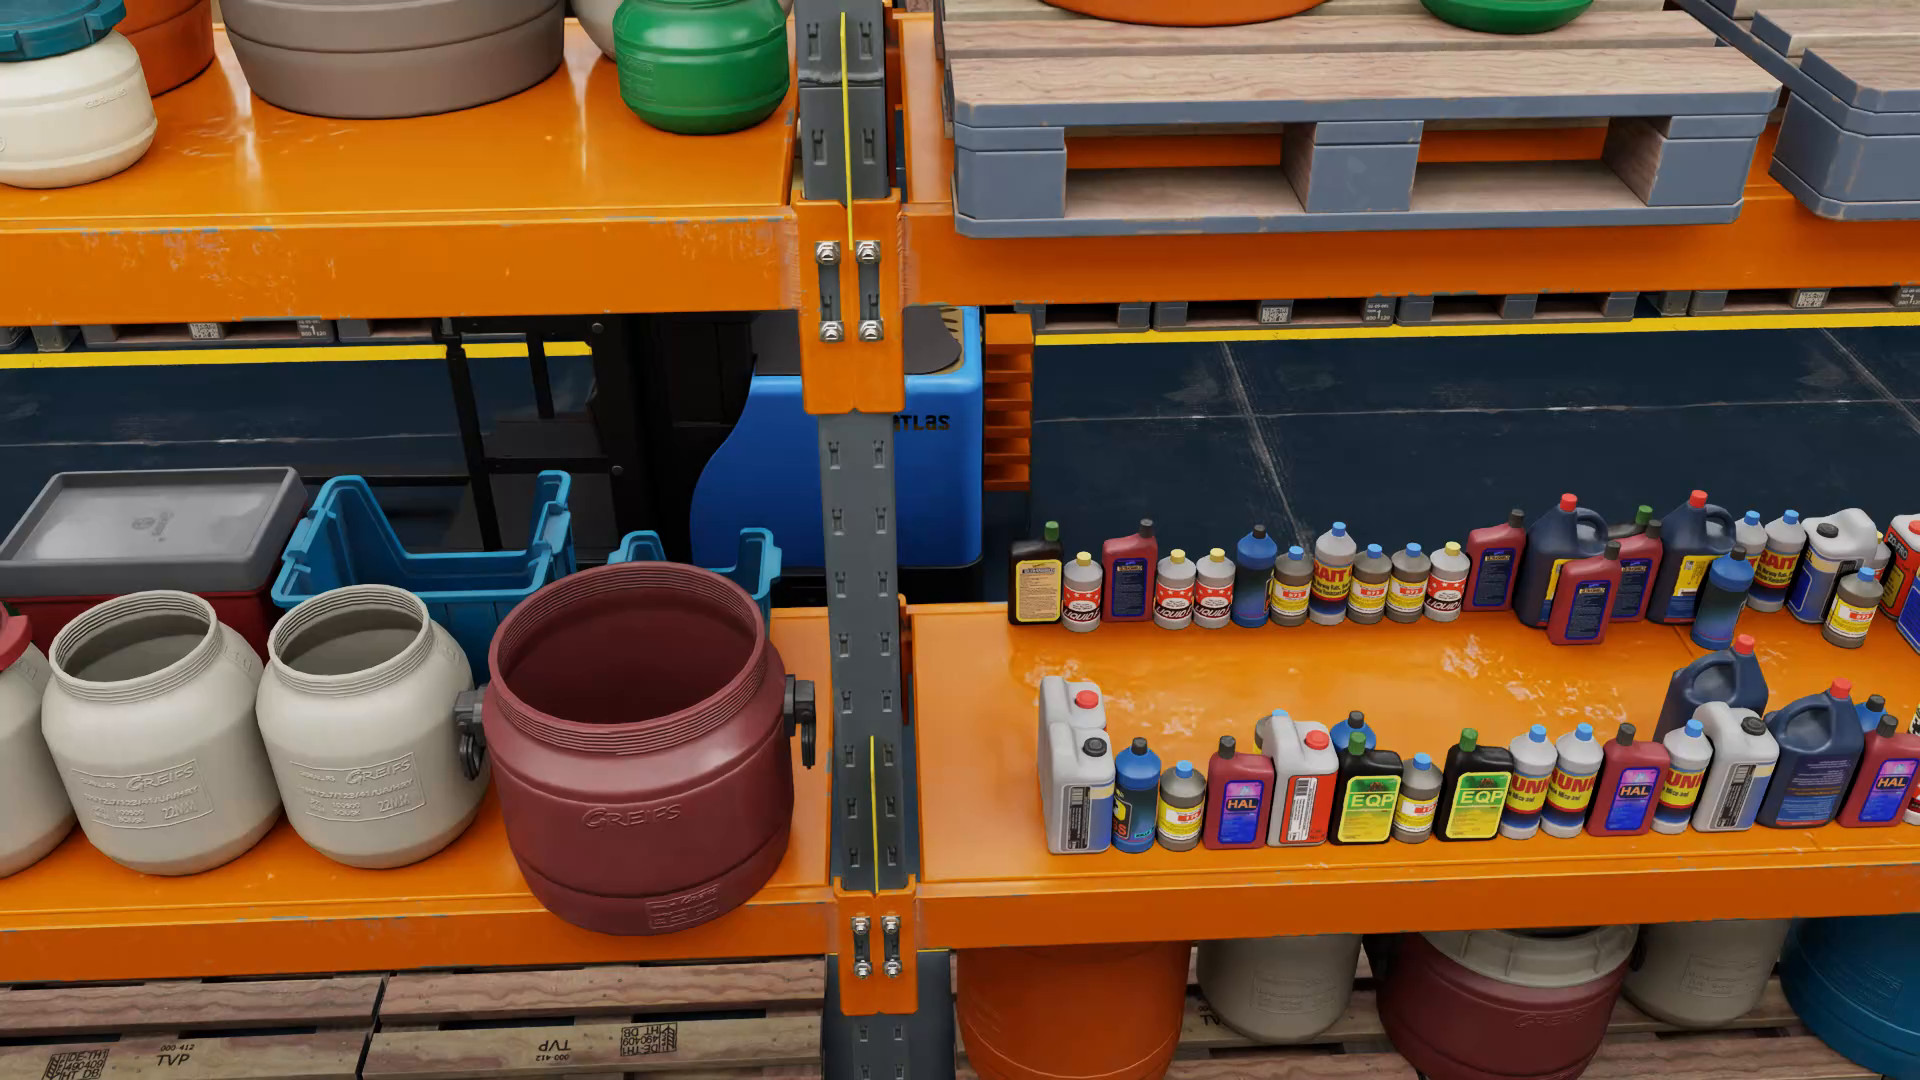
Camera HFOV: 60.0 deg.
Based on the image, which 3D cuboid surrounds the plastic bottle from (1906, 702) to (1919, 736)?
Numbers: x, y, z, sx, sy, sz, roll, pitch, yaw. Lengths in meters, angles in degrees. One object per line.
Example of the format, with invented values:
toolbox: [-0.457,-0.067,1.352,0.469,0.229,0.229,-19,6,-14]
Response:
plastic bottle: [2.160,0.388,3.666,0.097,0.271,0.097,0,35,0]

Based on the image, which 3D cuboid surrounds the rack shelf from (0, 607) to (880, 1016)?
rack shelf: [-2.195,0.636,3.828,4.000,0.370,1.077,-2,35,-2]

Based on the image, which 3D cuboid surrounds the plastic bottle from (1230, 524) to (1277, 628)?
plastic bottle: [0.727,0.081,4.110,0.097,0.271,0.097,0,35,0]

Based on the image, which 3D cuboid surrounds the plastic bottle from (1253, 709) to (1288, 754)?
plastic bottle: [0.688,0.457,3.629,0.097,0.201,0.097,0,35,0]

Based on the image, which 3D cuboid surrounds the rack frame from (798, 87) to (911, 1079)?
rack frame: [-0.198,0.286,3.701,0.127,3.000,1.000,-2,35,-2]

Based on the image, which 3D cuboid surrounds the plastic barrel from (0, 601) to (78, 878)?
plastic barrel: [-2.062,0.405,3.409,0.433,0.535,0.433,0,35,0]

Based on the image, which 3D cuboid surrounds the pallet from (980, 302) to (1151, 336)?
pallet: [0.319,-1.382,8.561,1.213,0.211,1.003,-2,35,-2]

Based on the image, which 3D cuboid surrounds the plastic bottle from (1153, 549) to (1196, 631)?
plastic bottle: [0.533,0.115,4.122,0.097,0.201,0.097,0,35,0]

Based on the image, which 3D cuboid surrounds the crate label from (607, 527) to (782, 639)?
crate label: [-0.636,0.153,4.040,0.416,0.233,0.303,-2,35,-2]

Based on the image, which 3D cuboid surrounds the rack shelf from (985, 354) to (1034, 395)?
rack shelf: [0.182,-0.654,6.297,0.180,0.103,0.258,0,35,-1]

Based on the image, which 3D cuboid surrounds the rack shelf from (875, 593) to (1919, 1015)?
rack shelf: [1.800,0.528,3.984,4.000,0.370,1.077,-2,35,-2]

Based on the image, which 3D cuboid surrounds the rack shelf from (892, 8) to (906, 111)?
rack shelf: [1.569,-2.288,8.052,4.000,0.370,1.077,-2,35,-2]

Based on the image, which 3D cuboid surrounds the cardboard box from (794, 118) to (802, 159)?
cardboard box: [-0.965,-1.955,8.494,0.500,0.311,0.500,0,35,-1]

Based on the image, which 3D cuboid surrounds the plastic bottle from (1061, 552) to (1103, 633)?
plastic bottle: [0.302,0.121,4.113,0.097,0.201,0.097,0,35,0]

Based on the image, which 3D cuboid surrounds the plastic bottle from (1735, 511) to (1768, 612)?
plastic bottle: [1.947,0.048,4.157,0.097,0.271,0.097,0,35,0]

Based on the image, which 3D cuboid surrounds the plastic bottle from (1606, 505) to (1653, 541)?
plastic bottle: [1.646,0.041,4.157,0.133,0.283,0.061,-2,35,-2]

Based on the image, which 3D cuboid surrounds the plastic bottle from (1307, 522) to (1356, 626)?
plastic bottle: [0.922,0.076,4.117,0.097,0.271,0.097,0,35,0]

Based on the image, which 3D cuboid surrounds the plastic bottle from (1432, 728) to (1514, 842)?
plastic bottle: [1.079,0.510,3.480,0.133,0.283,0.061,-2,35,-2]

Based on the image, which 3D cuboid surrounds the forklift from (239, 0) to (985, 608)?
forklift: [-1.430,-1.136,5.816,3.031,2.935,1.130,0,35,-1]

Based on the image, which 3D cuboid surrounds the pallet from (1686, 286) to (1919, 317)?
pallet: [4.253,-1.509,8.745,1.213,0.211,1.003,-2,35,-2]

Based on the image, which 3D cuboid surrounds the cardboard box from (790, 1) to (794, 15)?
cardboard box: [-0.794,-2.508,7.817,0.500,0.311,0.500,1,35,1]

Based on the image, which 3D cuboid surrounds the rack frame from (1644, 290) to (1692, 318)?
rack frame: [3.567,-2.638,7.925,0.127,3.000,1.000,-2,35,-2]

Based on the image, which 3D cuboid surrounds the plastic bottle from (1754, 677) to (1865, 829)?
plastic bottle: [1.795,0.439,3.523,0.185,0.351,0.144,-2,35,-2]

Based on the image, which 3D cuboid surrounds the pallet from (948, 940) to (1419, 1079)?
pallet: [0.588,1.388,4.559,1.213,0.211,1.003,-2,35,-2]

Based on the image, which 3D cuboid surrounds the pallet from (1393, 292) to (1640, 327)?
pallet: [2.757,-1.448,8.656,1.213,0.211,1.003,-2,35,-2]

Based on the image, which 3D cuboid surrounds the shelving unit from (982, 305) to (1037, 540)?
shelving unit: [0.182,-0.493,6.409,0.189,1.200,0.258,0,35,-1]

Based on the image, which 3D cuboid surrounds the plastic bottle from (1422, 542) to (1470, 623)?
plastic bottle: [1.214,0.097,4.149,0.097,0.201,0.097,0,35,0]

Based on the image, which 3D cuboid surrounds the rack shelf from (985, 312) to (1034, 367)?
rack shelf: [0.182,-0.753,6.229,0.180,0.103,0.258,0,35,-1]

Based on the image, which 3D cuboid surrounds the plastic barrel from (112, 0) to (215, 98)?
plastic barrel: [-1.681,-1.208,2.846,0.708,0.830,0.600,-2,35,-2]

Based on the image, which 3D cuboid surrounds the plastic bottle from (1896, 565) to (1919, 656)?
plastic bottle: [2.400,0.136,4.026,0.135,0.276,0.152,-2,35,-2]

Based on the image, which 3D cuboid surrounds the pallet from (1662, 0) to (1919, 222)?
pallet: [1.887,-0.869,2.900,1.213,0.211,1.003,-2,35,-2]

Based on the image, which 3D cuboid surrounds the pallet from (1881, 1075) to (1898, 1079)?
pallet: [3.025,1.322,4.654,1.213,0.211,1.003,-2,35,-2]

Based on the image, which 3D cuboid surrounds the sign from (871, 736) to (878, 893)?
sign: [-0.164,0.531,3.203,0.005,0.325,0.100,-2,35,-2]

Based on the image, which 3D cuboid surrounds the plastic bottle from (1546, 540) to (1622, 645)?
plastic bottle: [1.519,0.127,4.034,0.133,0.283,0.061,-2,35,-2]

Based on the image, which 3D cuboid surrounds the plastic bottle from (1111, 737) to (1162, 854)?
plastic bottle: [0.367,0.523,3.471,0.097,0.271,0.097,0,35,0]

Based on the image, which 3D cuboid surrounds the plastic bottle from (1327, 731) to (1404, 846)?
plastic bottle: [0.848,0.516,3.471,0.133,0.283,0.061,-2,35,-2]

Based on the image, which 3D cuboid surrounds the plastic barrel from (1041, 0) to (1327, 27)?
plastic barrel: [0.370,-1.310,2.625,0.708,0.830,0.600,-2,35,-2]

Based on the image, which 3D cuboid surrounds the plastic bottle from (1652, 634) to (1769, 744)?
plastic bottle: [1.653,0.356,3.643,0.185,0.351,0.144,-2,35,-2]

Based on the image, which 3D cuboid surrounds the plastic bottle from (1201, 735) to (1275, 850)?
plastic bottle: [0.580,0.523,3.461,0.133,0.283,0.061,-2,35,-2]

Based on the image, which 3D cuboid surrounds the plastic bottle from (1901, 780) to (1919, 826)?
plastic bottle: [2.070,0.506,3.557,0.097,0.201,0.097,0,35,0]

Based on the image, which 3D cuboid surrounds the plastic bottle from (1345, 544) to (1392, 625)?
plastic bottle: [1.019,0.102,4.141,0.097,0.201,0.097,0,35,0]

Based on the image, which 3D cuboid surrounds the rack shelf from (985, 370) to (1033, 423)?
rack shelf: [0.182,-0.556,6.366,0.180,0.103,0.258,0,35,-1]

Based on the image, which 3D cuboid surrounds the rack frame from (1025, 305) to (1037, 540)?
rack frame: [0.273,-0.494,6.410,0.006,1.200,0.240,0,35,-1]

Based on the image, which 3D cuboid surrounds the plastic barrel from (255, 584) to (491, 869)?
plastic barrel: [-1.215,0.389,3.454,0.421,0.512,0.421,0,35,0]

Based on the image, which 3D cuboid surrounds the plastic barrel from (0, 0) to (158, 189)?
plastic barrel: [-1.457,-0.724,2.646,0.301,0.262,0.301,0,35,0]

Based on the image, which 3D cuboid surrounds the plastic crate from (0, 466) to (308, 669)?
plastic crate: [-1.826,0.129,3.871,0.583,0.464,0.402,-2,35,-2]

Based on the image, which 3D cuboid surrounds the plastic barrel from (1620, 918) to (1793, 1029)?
plastic barrel: [1.978,1.017,4.462,0.421,0.512,0.421,0,35,0]

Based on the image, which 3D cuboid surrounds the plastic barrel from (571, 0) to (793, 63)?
plastic barrel: [-0.522,-1.159,3.055,0.421,0.512,0.421,0,35,0]

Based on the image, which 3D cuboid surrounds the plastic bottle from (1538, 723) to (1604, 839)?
plastic bottle: [1.290,0.498,3.507,0.097,0.271,0.097,0,35,0]

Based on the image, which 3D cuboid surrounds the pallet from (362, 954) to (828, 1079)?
pallet: [-0.973,1.431,4.496,1.213,0.211,1.003,-2,35,-2]

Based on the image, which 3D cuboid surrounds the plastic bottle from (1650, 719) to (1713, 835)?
plastic bottle: [1.521,0.492,3.516,0.097,0.271,0.097,0,35,0]

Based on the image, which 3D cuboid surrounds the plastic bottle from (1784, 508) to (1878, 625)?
plastic bottle: [2.161,0.056,4.142,0.135,0.276,0.152,-2,35,-2]

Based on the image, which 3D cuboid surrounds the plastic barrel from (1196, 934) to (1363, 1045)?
plastic barrel: [0.850,1.047,4.418,0.421,0.512,0.421,0,35,0]

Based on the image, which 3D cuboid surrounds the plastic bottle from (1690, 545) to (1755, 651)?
plastic bottle: [1.856,0.133,4.035,0.097,0.271,0.097,0,35,0]

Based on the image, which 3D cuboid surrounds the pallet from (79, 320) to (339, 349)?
pallet: [-3.690,-1.318,8.468,1.213,0.211,1.003,-2,35,-2]
